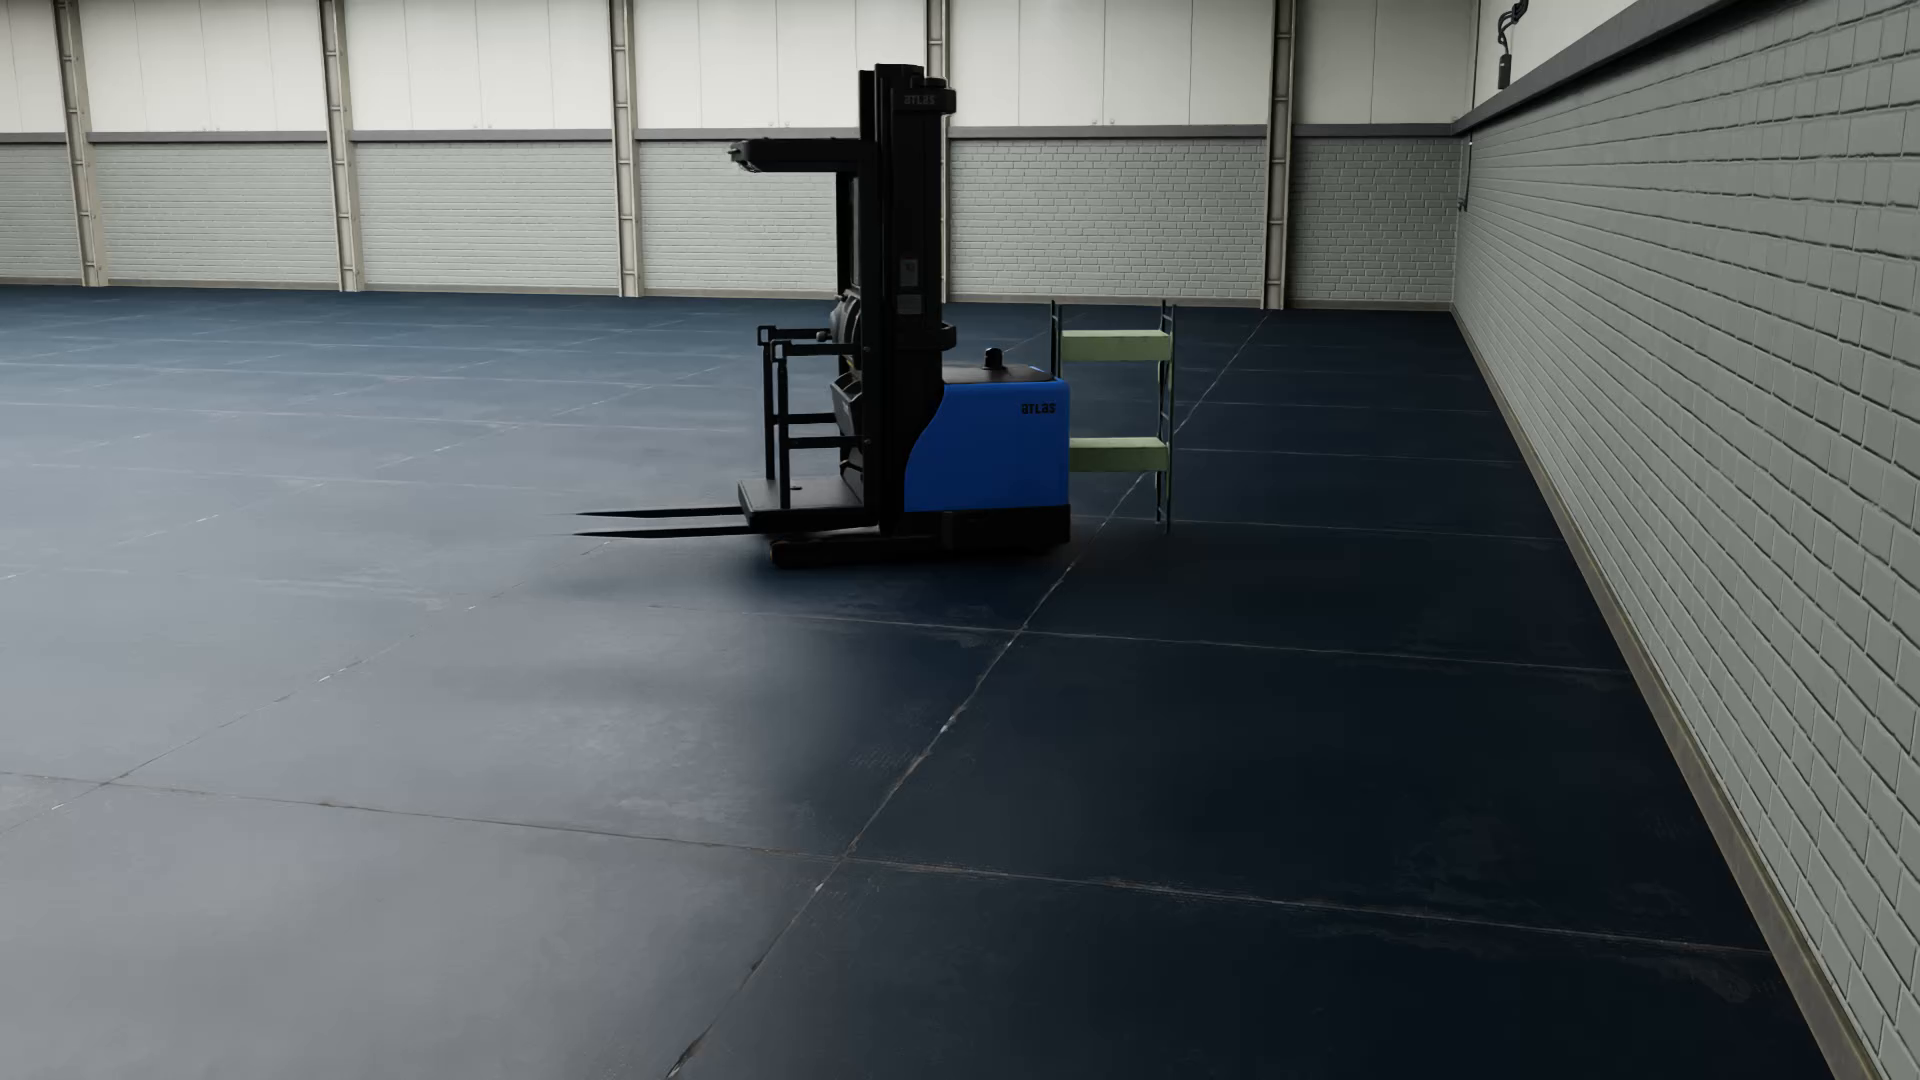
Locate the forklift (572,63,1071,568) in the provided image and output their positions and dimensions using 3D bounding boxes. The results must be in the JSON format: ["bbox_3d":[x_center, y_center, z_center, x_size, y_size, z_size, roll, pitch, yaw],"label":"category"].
[{"bbox_3d":[-0.882,-1.386,10.213,3.031,2.935,1.130,-3,13,-11],"label":"forklift"}]

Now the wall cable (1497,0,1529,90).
[{"bbox_3d":[5.669,-7.638,16.533,0.169,6.003,2.305,3,13,14],"label":"wall cable"}]

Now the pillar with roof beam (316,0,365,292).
[{"bbox_3d":[-13.092,-8.433,27.968,0.400,9.000,9.100,3,13,14],"label":"pillar with roof beam"}]

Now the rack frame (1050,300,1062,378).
[{"bbox_3d":[0.621,-0.799,10.874,0.023,1.500,0.400,-1,13,-4],"label":"rack frame"}]

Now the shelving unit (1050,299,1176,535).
[{"bbox_3d":[0.986,-0.804,10.897,0.755,1.500,0.431,-1,13,-4],"label":"shelving unit"}]

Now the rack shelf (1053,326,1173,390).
[{"bbox_3d":[0.986,-1.185,10.812,0.720,0.370,0.431,-1,13,-4],"label":"rack shelf"}]

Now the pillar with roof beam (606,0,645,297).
[{"bbox_3d":[-7.267,-8.122,26.564,0.400,9.000,9.100,3,13,14],"label":"pillar with roof beam"}]

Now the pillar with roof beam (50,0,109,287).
[{"bbox_3d":[-18.917,-8.744,29.371,0.400,9.000,9.100,3,13,14],"label":"pillar with roof beam"}]

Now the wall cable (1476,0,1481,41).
[{"bbox_3d":[7.310,-8.354,23.121,0.112,2.526,3.097,3,13,14],"label":"wall cable"}]

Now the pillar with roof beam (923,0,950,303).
[{"bbox_3d":[-1.442,-7.810,25.161,0.400,9.000,9.100,3,13,14],"label":"pillar with roof beam"}]

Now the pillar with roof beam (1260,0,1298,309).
[{"bbox_3d":[4.384,-7.499,23.758,0.400,9.000,9.100,3,13,14],"label":"pillar with roof beam"}]

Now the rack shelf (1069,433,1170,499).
[{"bbox_3d":[0.986,-0.486,10.967,0.720,0.370,0.431,-1,13,-4],"label":"rack shelf"}]

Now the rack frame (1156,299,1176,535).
[{"bbox_3d":[1.351,-0.810,10.920,0.023,1.500,0.400,-1,13,-4],"label":"rack frame"}]

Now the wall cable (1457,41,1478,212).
[{"bbox_3d":[7.958,-6.457,26.232,0.112,2.526,3.097,3,13,14],"label":"wall cable"}]
